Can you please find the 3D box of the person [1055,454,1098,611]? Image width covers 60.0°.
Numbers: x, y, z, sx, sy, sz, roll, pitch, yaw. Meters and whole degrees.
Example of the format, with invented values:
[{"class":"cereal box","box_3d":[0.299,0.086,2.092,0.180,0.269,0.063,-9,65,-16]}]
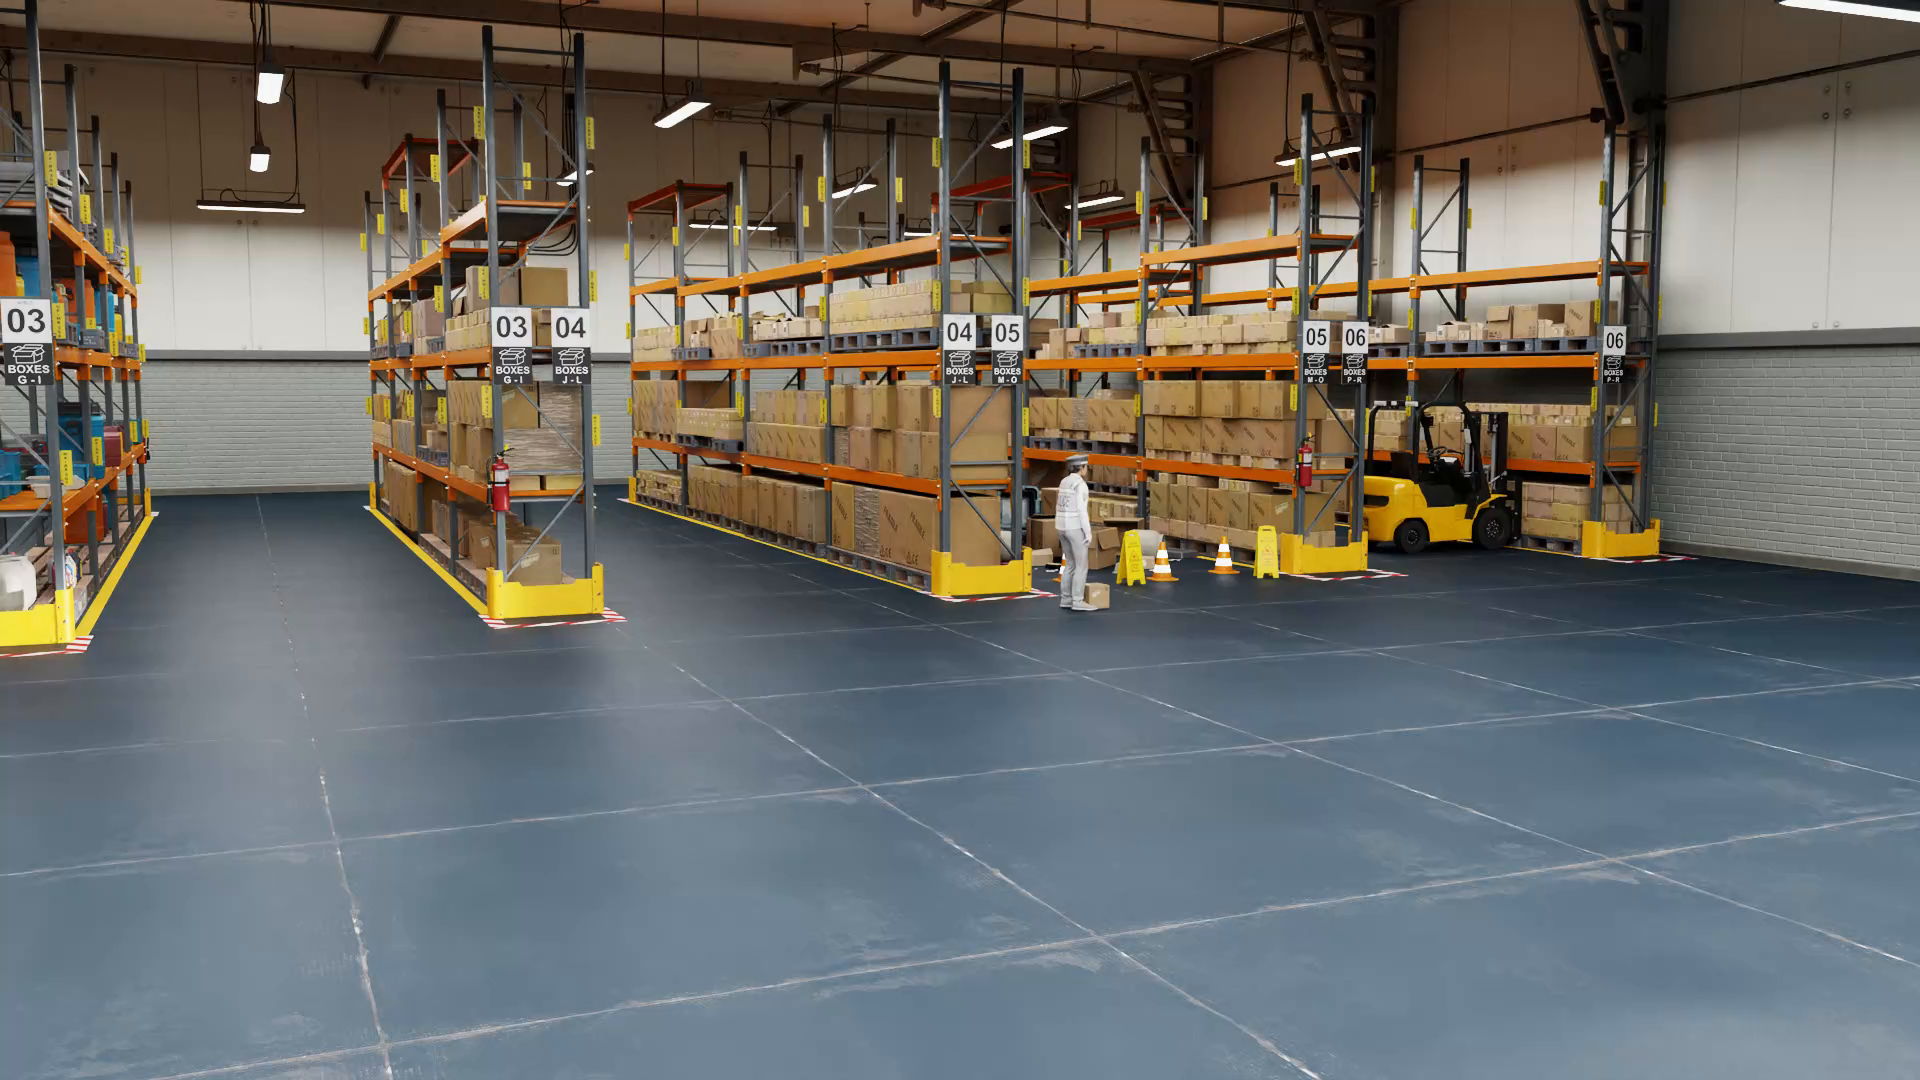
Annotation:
[{"class":"person","box_3d":[1.230,-0.088,17.891,0.373,1.665,0.547,-3,6,-27]}]
